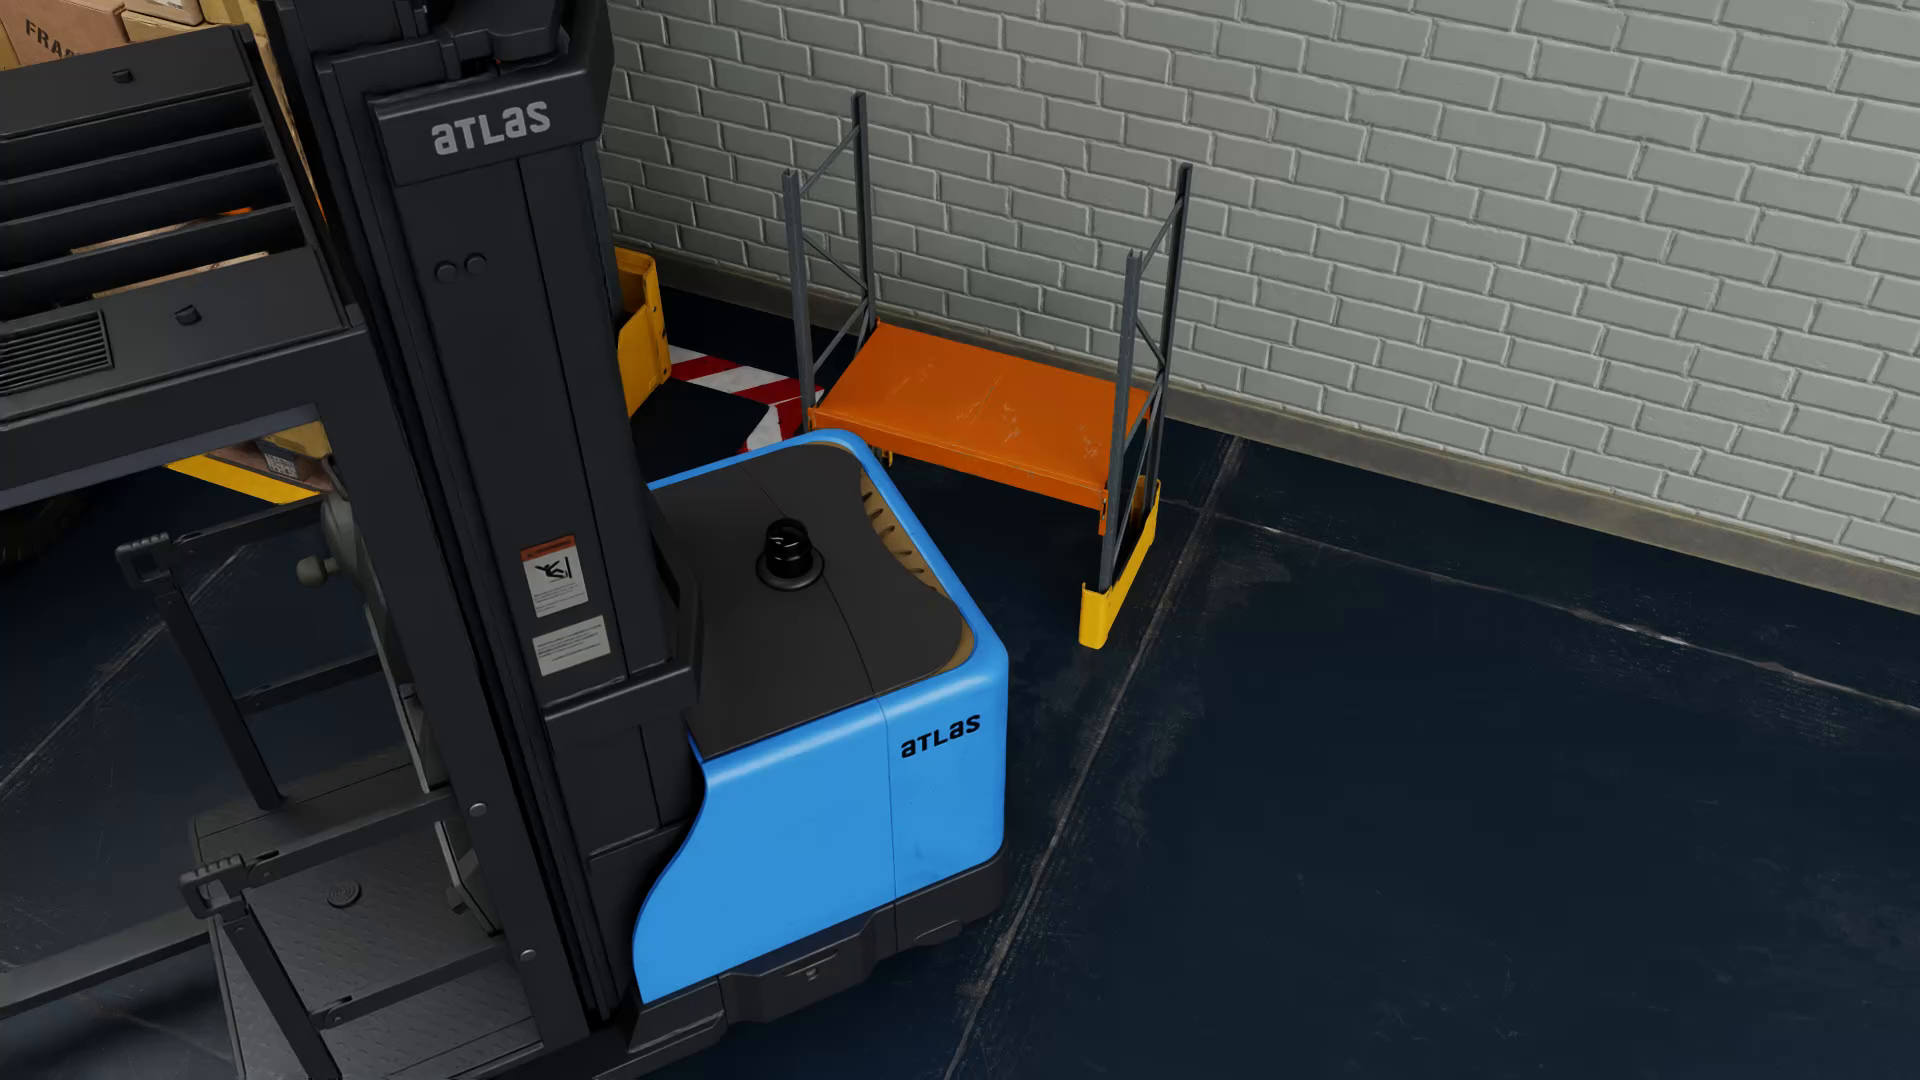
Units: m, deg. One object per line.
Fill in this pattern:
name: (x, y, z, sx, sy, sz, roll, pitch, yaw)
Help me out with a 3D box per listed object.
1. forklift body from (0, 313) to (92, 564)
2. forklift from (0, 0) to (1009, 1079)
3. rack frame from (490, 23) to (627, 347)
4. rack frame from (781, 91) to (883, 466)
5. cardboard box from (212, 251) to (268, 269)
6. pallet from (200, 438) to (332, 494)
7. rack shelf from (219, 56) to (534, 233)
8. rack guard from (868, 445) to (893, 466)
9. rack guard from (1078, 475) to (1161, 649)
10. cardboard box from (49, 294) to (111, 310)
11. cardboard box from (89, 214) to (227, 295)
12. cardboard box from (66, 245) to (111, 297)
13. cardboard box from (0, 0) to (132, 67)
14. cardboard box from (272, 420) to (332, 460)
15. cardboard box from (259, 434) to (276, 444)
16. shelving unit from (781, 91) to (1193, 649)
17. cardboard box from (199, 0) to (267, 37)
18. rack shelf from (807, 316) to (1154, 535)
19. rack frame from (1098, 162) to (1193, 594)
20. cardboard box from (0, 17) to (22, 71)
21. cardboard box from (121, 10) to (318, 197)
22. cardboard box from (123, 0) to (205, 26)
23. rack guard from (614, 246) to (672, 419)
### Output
forklift body: (-3.947, -0.436, 4.663, 1.214, 2.155, 2.313, 16, 47, 16)
forklift: (-1.422, 0.158, 3.513, 3.031, 2.935, 1.130, -19, 48, -18)
rack frame: (-1.495, -1.410, 5.040, 0.127, 3.000, 1.000, 16, 47, 16)
rack frame: (-0.390, -0.647, 5.336, 0.032, 1.500, 0.500, 16, 47, 16)
cardboard box: (-2.040, -0.860, 5.431, 0.500, 0.250, 0.500, 18, 48, 17)
pallet: (-2.217, -0.602, 6.205, 1.213, 0.211, 1.003, 16, 47, 16)
rack shelf: (-3.340, -1.698, 5.840, 4.000, 0.370, 1.077, 16, 47, 16)
rack guard: (-0.389, -0.203, 5.777, 0.087, 0.250, 0.587, 16, 47, 16)
rack guard: (0.530, 0.067, 5.505, 0.087, 0.250, 0.587, 16, 47, 16)
cardboard box: (-3.007, -0.959, 5.885, 0.500, 0.250, 0.500, 15, 47, 15)
cardboard box: (-2.513, -0.995, 5.566, 0.500, 0.250, 0.500, 17, 47, 17)
cardboard box: (-2.983, -1.126, 5.697, 0.500, 0.250, 0.500, 17, 47, 16)
cardboard box: (-2.525, -1.555, 5.115, 0.500, 0.500, 0.500, 18, 48, 17)
cardboard box: (-2.050, -0.506, 5.783, 0.500, 0.250, 0.500, 17, 47, 16)
cardboard box: (-2.505, -0.647, 5.925, 0.500, 0.250, 0.500, 16, 47, 16)
shelving unit: (0.070, -0.511, 5.200, 1.083, 1.500, 0.587, 16, 47, 16)
cardboard box: (-1.922, -1.587, 4.687, 0.250, 0.149, 0.380, 17, 47, 16)
rack shelf: (0.079, -0.381, 5.325, 1.000, 0.185, 0.538, 16, 47, 16)
rack frame: (0.548, -0.370, 5.059, 0.032, 1.500, 0.500, 16, 47, 16)
cardboard box: (-2.998, -1.694, 5.255, 0.500, 0.500, 0.500, 16, 47, 15)
cardboard box: (-2.050, -1.408, 4.967, 0.500, 0.500, 0.500, 15, 47, 15)
cardboard box: (-2.170, -1.637, 4.738, 0.250, 0.149, 0.380, 17, 47, 16)
rack guard: (-1.472, -0.517, 5.915, 0.348, 0.500, 1.175, 16, 47, 16)
